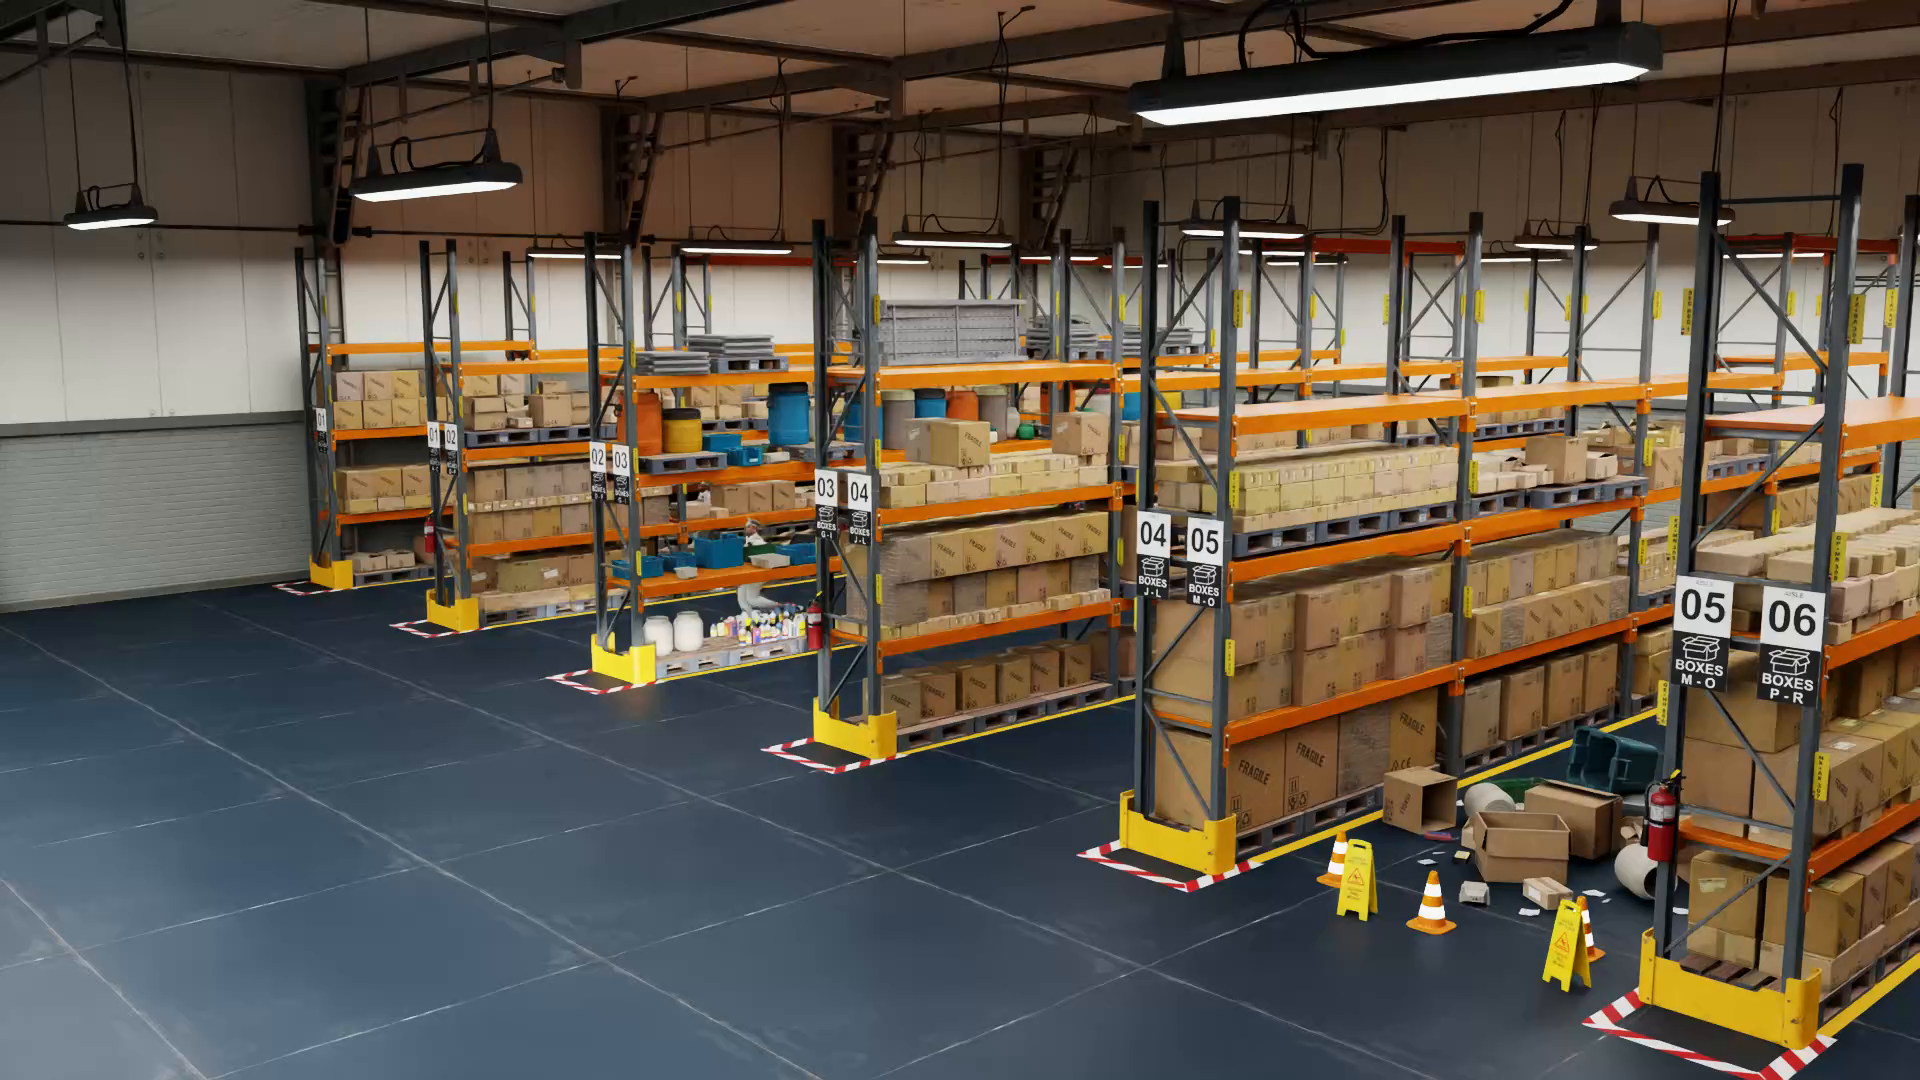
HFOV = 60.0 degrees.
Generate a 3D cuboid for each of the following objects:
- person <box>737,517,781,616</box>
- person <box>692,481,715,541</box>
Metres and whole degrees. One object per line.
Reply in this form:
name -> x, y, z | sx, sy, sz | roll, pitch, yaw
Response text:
person -> -3.191, 0.502, 25.953 | 0.741, 1.745, 0.664 | -5, 10, -29
person -> -4.935, -0.371, 32.141 | 0.632, 1.679, 0.555 | -8, 12, -44
